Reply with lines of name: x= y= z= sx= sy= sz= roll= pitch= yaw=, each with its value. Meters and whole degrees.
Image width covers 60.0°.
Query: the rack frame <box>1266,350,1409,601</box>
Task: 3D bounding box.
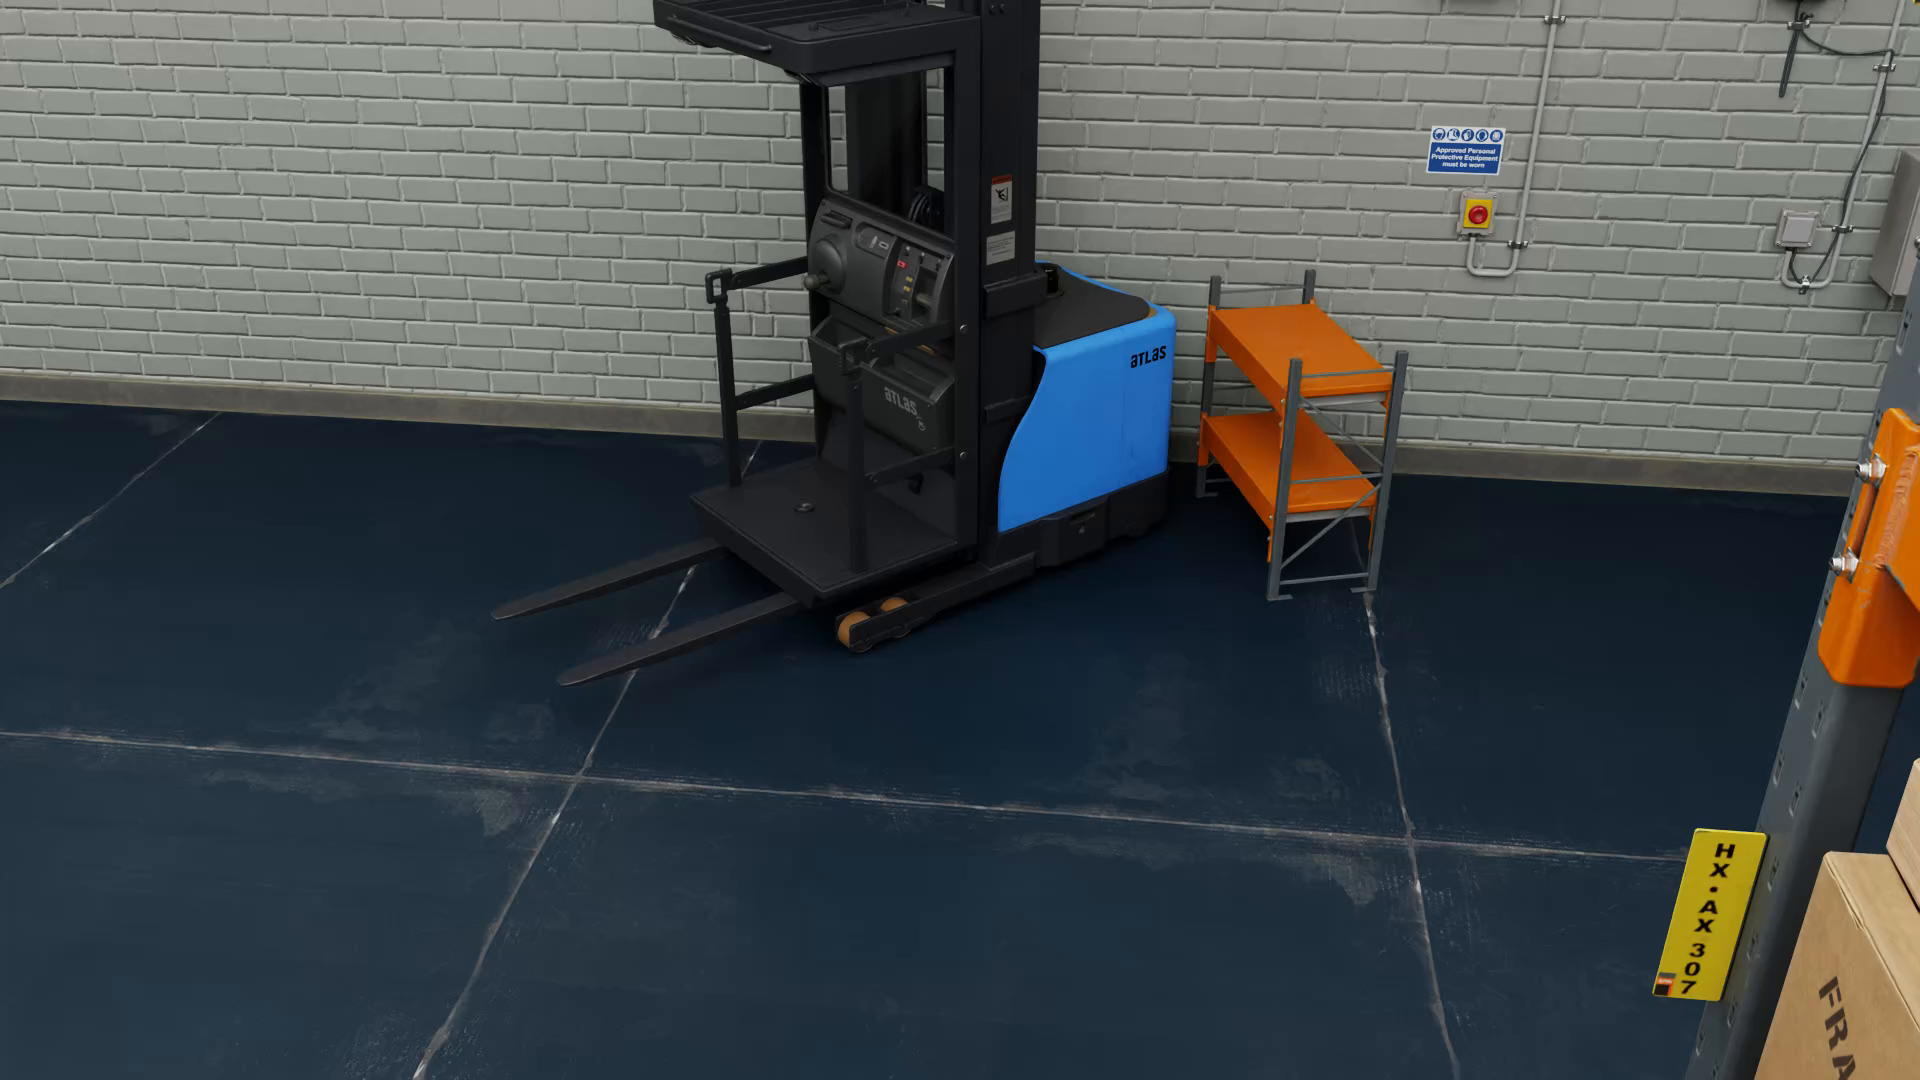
rack frame: x=1.588 y=-0.257 z=7.041 sx=0.500 sy=1.125 sz=0.032 roll=-5 pitch=29 yaw=-9

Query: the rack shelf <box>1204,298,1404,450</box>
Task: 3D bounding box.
rack shelf: x=1.493 y=-0.751 z=7.342 sx=0.538 sy=0.278 sz=1.000 roll=-5 pitch=29 yaw=-9

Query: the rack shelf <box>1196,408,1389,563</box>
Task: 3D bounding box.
rack shelf: x=1.493 y=-0.279 z=7.597 sx=0.538 sy=0.278 sz=1.000 roll=-5 pitch=29 yaw=-9

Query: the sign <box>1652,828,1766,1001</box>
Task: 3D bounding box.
sign: x=1.136 y=0.573 z=2.527 sx=0.100 sy=0.325 sz=0.005 roll=3 pitch=28 yaw=6

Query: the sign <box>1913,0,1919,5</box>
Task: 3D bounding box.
sign: x=1.136 y=-0.751 z=1.814 sx=0.100 sy=0.325 sz=0.005 roll=3 pitch=28 yaw=6

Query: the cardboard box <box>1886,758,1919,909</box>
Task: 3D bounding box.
cardboard box: x=1.368 y=0.406 z=1.991 sx=0.380 sy=0.149 sz=0.250 roll=4 pitch=29 yaw=7

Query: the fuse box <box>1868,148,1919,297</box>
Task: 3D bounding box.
fuse box: x=4.421 y=-0.873 z=7.567 sx=0.539 sy=1.711 sz=0.414 roll=3 pitch=28 yaw=6

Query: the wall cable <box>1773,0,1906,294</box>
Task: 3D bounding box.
wall cable: x=3.763 y=-2.002 z=7.232 sx=0.588 sy=1.984 sz=0.122 roll=3 pitch=28 yaw=6

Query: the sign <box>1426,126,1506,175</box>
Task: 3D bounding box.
sign: x=2.314 y=-1.782 z=7.610 sx=0.327 sy=0.218 sz=0.001 roll=3 pitch=28 yaw=6

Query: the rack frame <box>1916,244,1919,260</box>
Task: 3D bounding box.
rack frame: x=1.686 y=-1.617 z=1.263 sx=1.000 sy=3.000 sz=0.127 roll=3 pitch=28 yaw=6

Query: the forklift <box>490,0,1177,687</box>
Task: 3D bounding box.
forklift: x=-0.500 y=-1.108 z=6.717 sx=3.031 sy=2.935 sz=1.130 roll=-20 pitch=34 yaw=-32

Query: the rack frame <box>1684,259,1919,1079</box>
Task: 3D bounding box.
rack frame: x=1.686 y=1.024 z=2.686 sx=1.000 sy=3.000 sz=0.127 roll=3 pitch=28 yaw=6

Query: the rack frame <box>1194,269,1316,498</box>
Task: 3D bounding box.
rack frame: x=1.397 y=-0.731 z=7.920 sx=0.500 sy=1.125 sz=0.032 roll=-5 pitch=29 yaw=-9

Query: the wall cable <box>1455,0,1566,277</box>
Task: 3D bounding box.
wall cable: x=2.354 y=-2.092 z=7.367 sx=0.585 sy=1.953 sz=0.123 roll=3 pitch=28 yaw=6

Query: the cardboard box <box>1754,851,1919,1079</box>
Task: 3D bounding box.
cardboard box: x=1.345 y=0.749 z=2.037 sx=0.500 sy=0.500 sz=0.500 roll=3 pitch=28 yaw=5

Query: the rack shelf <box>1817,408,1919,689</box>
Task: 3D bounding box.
rack shelf: x=1.441 y=0.962 z=0.398 sx=1.077 sy=0.370 sz=4.000 roll=3 pitch=28 yaw=6

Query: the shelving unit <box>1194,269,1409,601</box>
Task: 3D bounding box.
shelving unit: x=1.493 y=-0.494 z=7.481 sx=0.538 sy=1.125 sz=1.048 roll=-5 pitch=29 yaw=-9
